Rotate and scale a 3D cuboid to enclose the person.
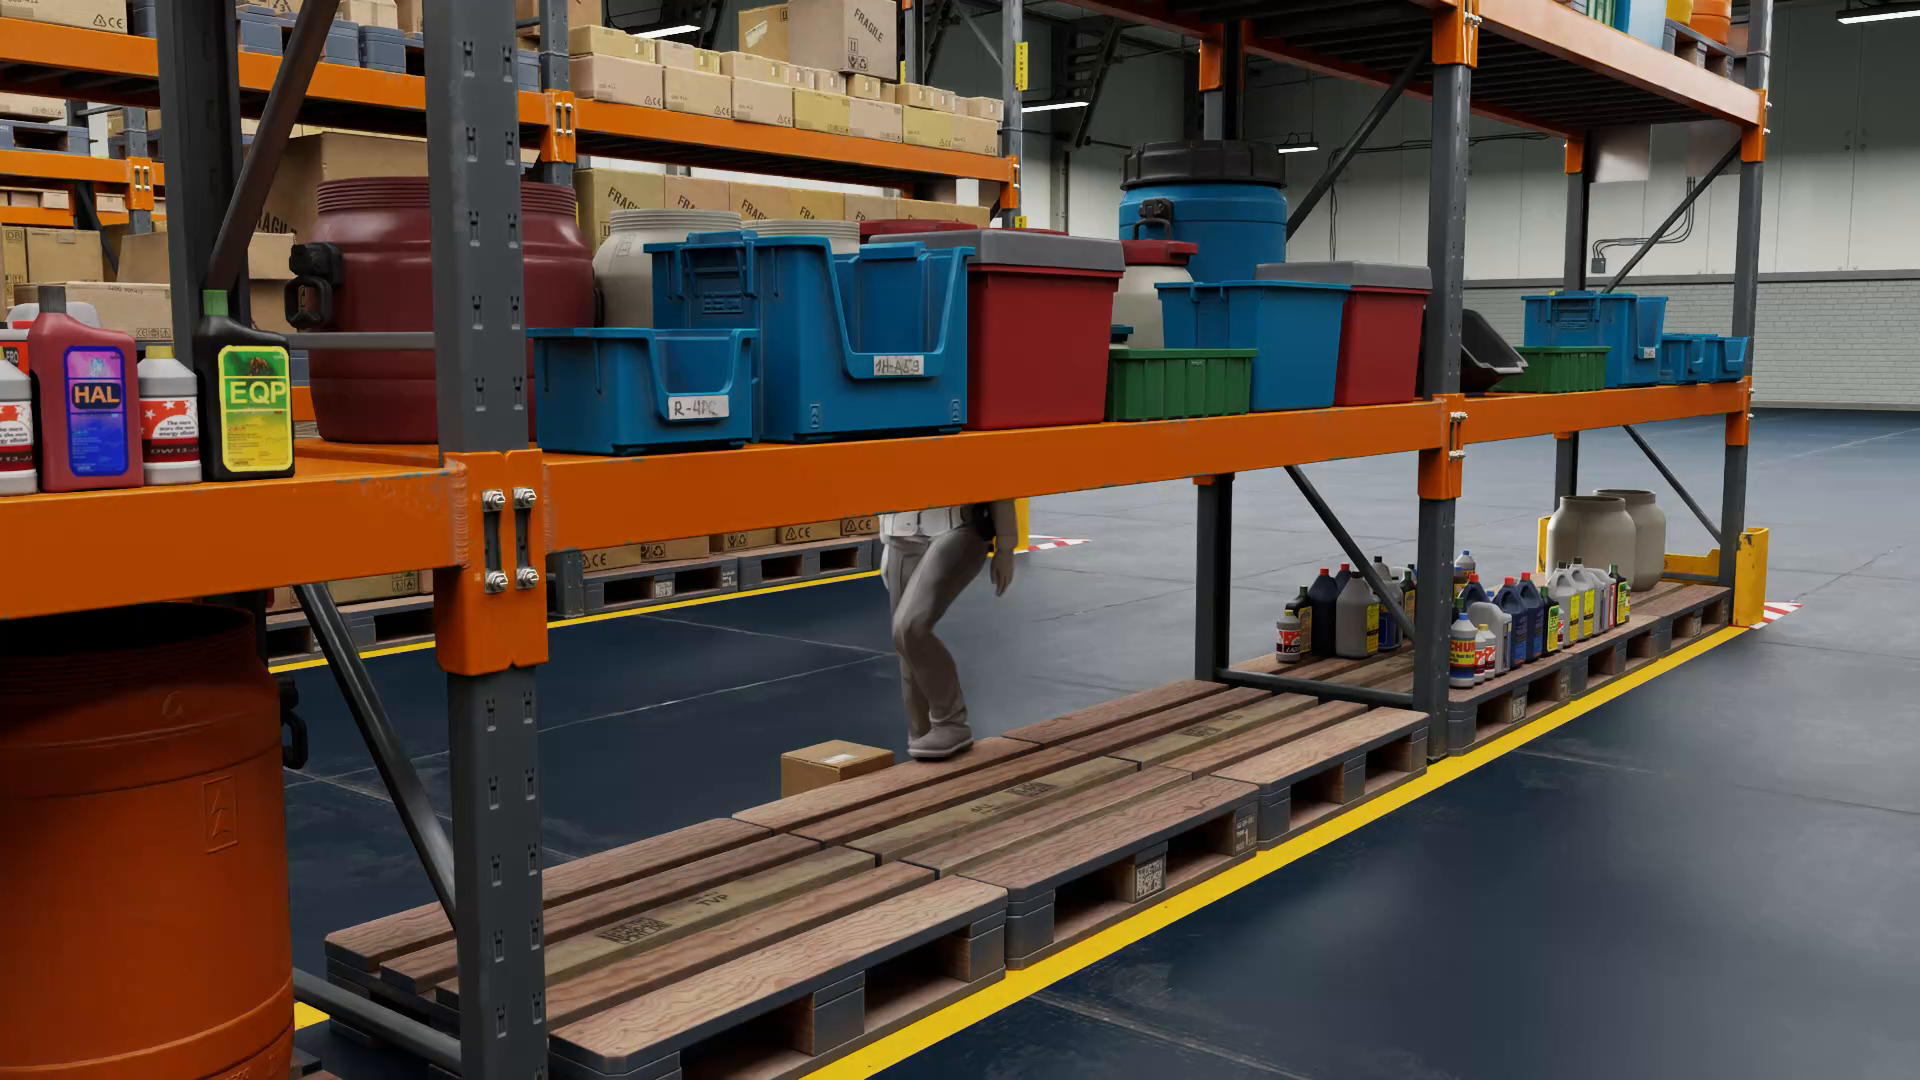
[{"bbox_3d":[-0.090,0.045,5.365,0.504,1.685,0.623,4,8,27],"label":"person"}]
